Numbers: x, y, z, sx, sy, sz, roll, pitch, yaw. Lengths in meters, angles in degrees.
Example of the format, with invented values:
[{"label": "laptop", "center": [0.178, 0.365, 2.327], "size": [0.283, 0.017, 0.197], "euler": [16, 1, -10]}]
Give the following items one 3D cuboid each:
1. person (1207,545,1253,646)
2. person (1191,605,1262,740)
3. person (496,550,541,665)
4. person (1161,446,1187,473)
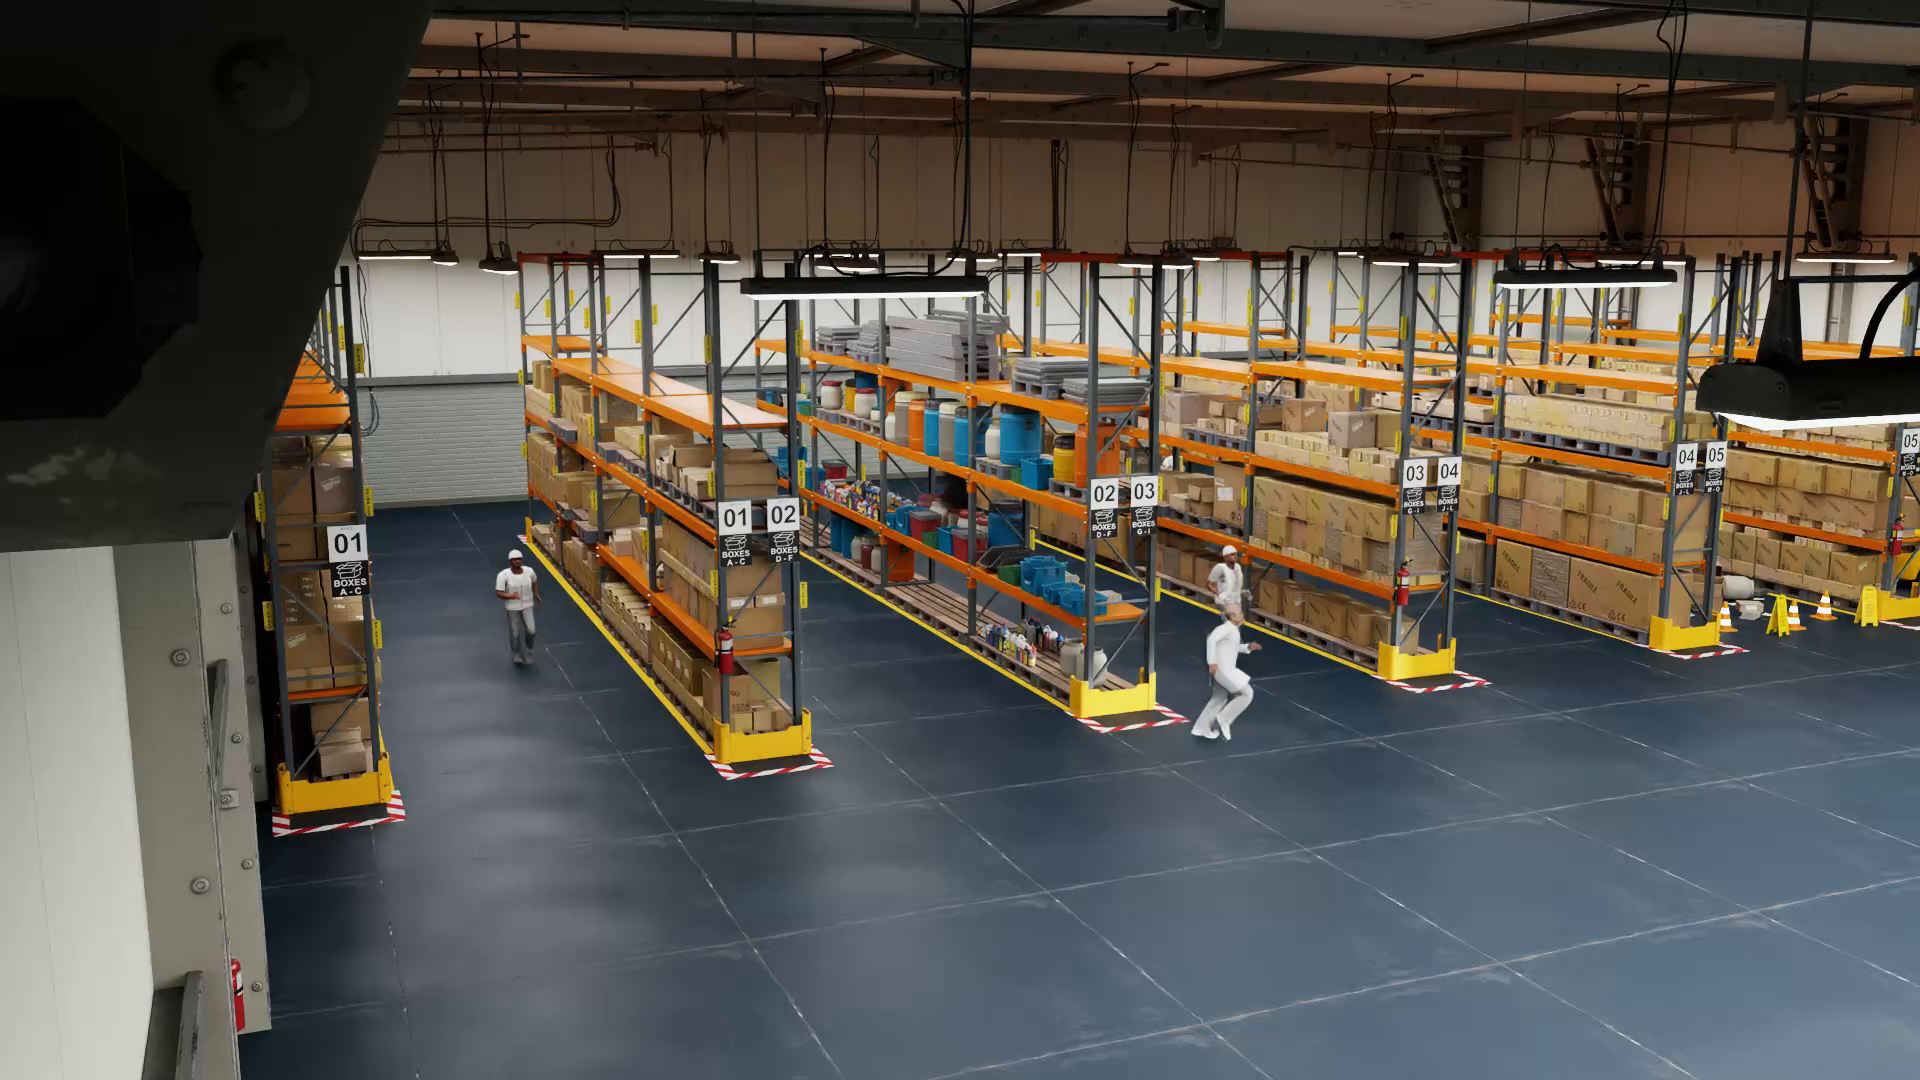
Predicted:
[{"label": "person", "center": [4.050, 0.941, 25.063], "size": [0.661, 1.740, 0.592], "euler": [-9, 14, -41]}, {"label": "person", "center": [3.362, 1.672, 20.956], "size": [0.858, 1.737, 0.751], "euler": [1, 10, 7]}, {"label": "person", "center": [-6.508, 1.010, 24.615], "size": [0.673, 1.748, 0.676], "euler": [-5, 12, -26]}, {"label": "person", "center": [4.798, -1.278, 37.231], "size": [0.657, 1.772, 0.814], "euler": [-4, 11, -23]}]
